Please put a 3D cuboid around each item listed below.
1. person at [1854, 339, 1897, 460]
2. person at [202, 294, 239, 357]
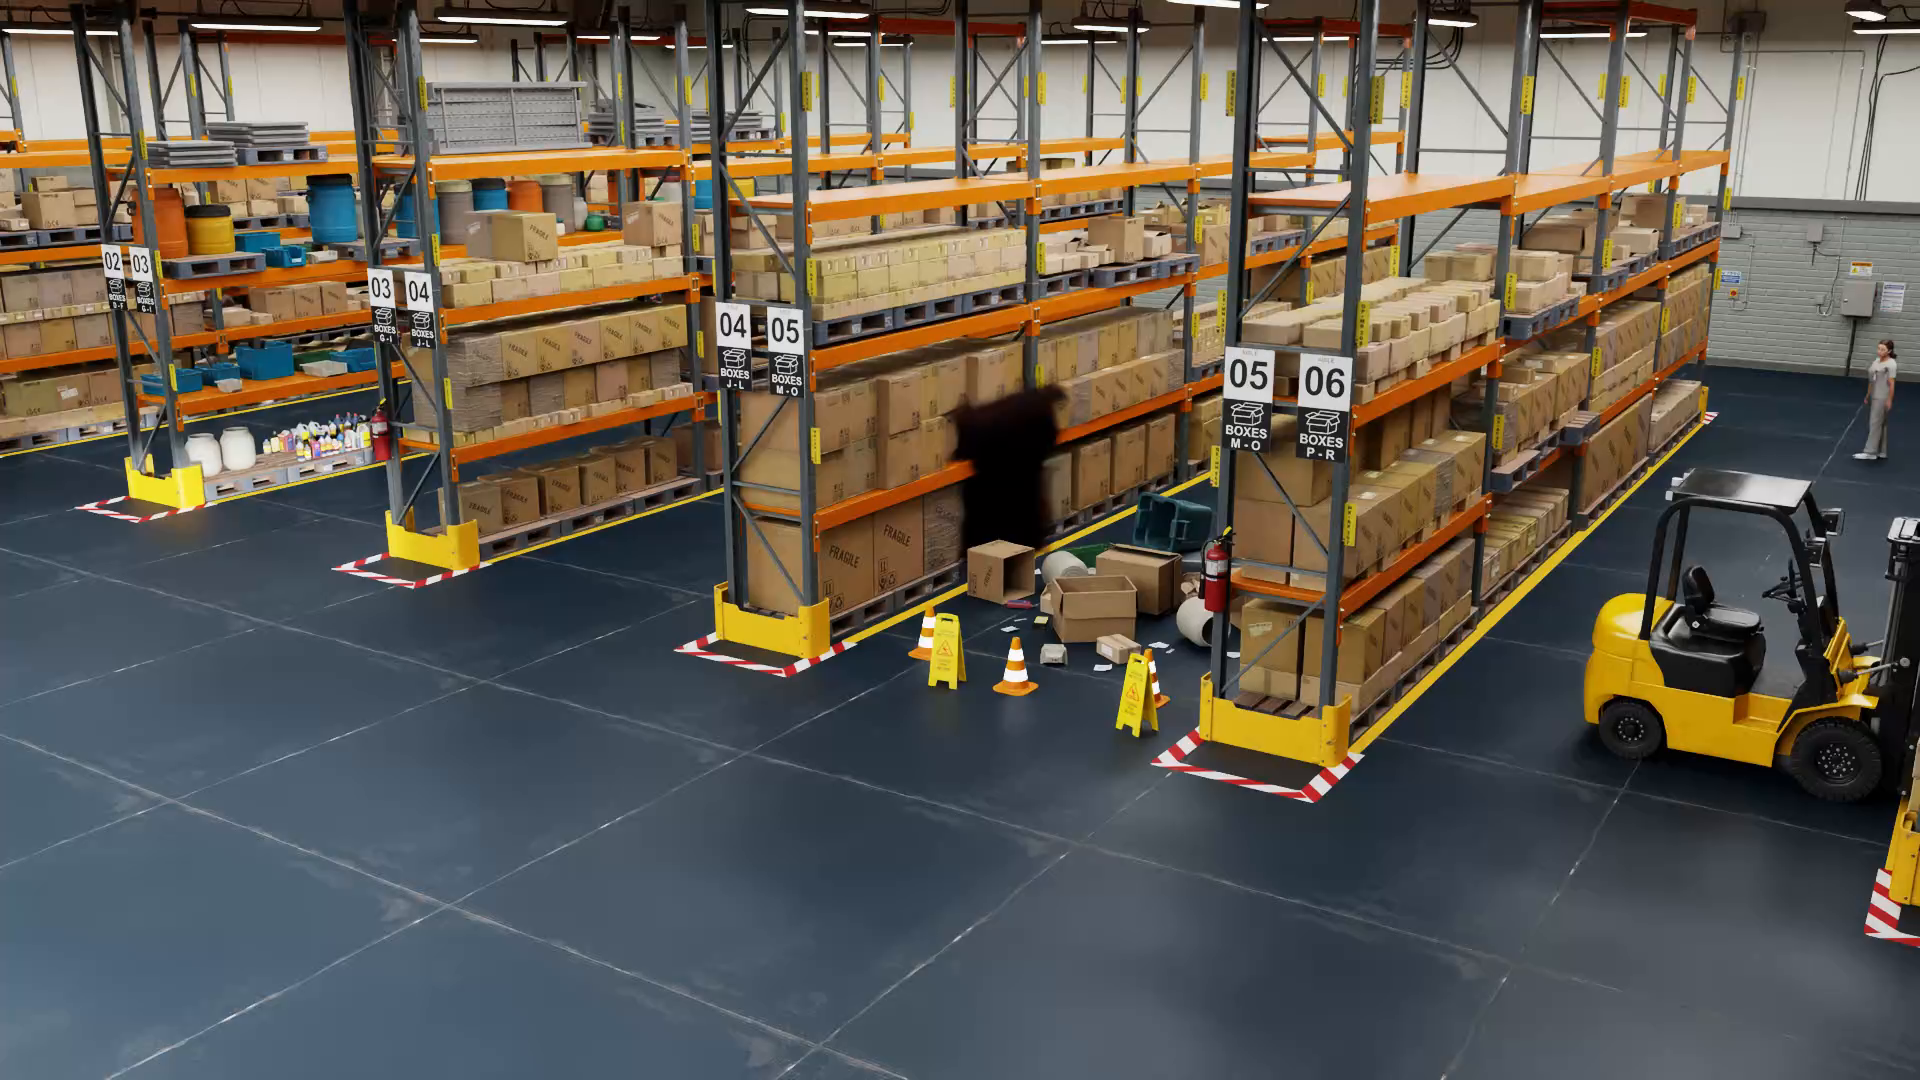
[{"bbox_3d":[12.808,-1.970,23.199,0.445,1.674,0.464,5,16,18],"label":"person"},{"bbox_3d":[-13.008,-3.640,29.234,0.731,1.619,1.129,7,17,24],"label":"person"}]
